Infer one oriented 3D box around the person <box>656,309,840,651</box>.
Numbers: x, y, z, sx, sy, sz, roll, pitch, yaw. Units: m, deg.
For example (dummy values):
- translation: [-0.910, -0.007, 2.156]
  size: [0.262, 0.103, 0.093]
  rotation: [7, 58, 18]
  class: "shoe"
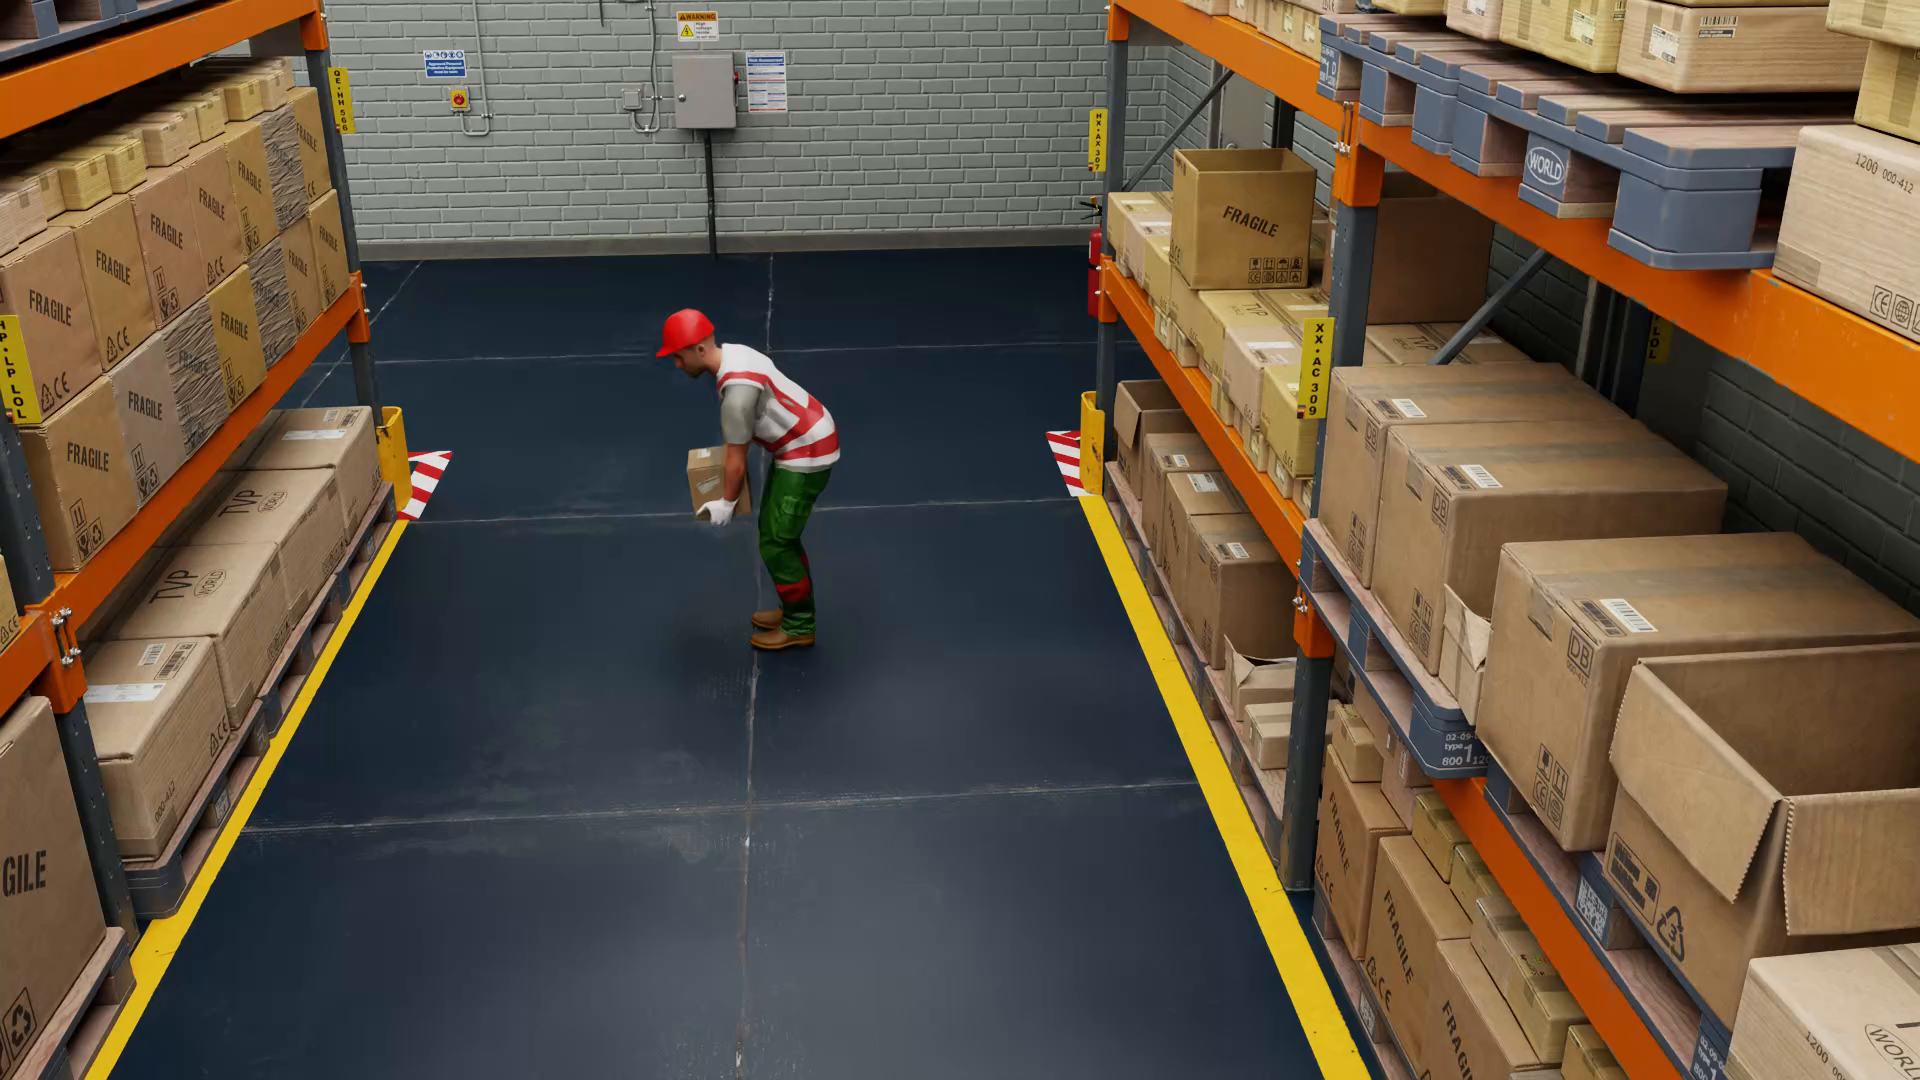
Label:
- translation: [-0.924, -0.274, 7.453]
  size: [0.782, 1.583, 0.487]
  rotation: [-3, 24, -7]
  class: "person"
